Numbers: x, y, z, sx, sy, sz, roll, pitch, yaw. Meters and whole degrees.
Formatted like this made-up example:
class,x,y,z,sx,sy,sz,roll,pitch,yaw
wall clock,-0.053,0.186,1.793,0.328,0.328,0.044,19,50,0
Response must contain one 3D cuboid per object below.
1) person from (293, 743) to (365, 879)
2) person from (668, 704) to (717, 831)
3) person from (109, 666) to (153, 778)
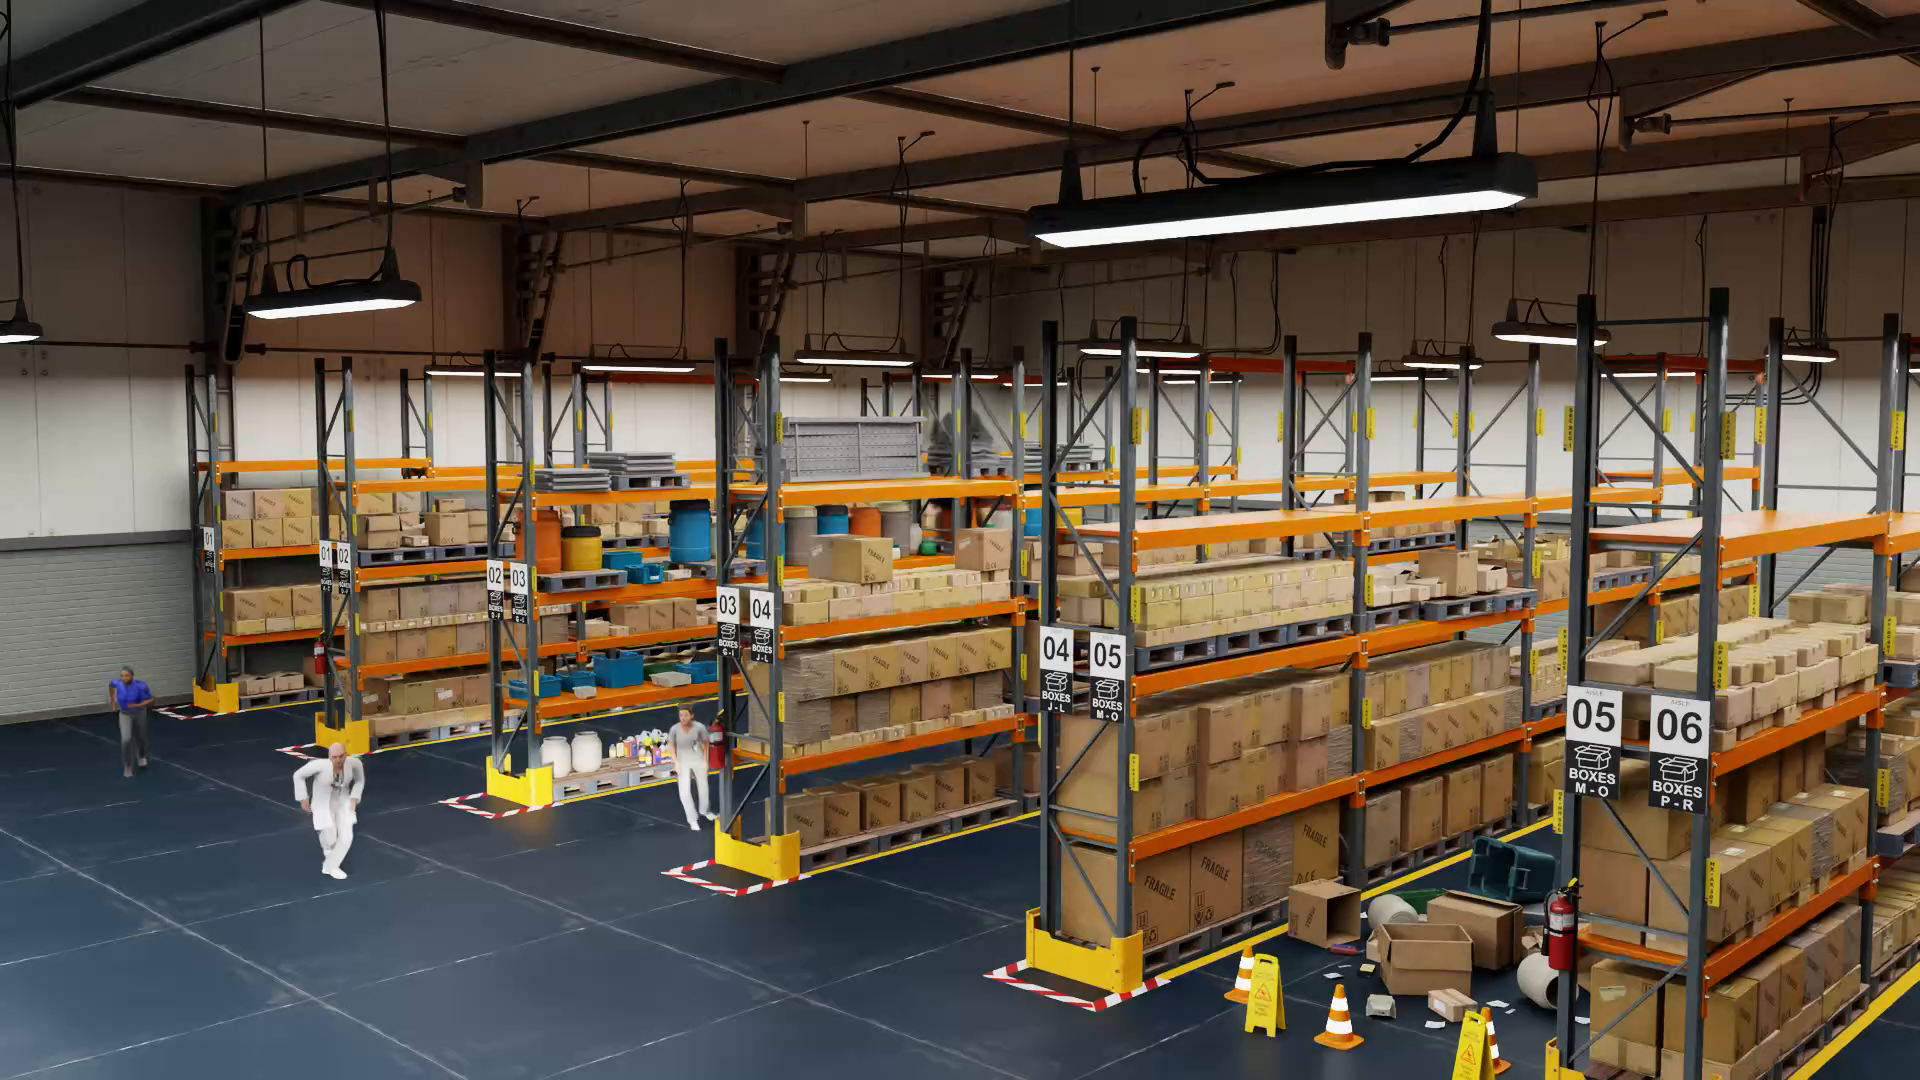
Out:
class,x,y,z,sx,sy,sz,roll,pitch,yaw
person,-6.980,2.976,18.390,0.734,1.587,0.891,-3,5,-33
person,-3.325,2.793,20.691,0.588,1.614,0.751,-1,4,-7
person,-11.825,2.581,23.760,0.608,1.646,0.898,-1,5,-16
